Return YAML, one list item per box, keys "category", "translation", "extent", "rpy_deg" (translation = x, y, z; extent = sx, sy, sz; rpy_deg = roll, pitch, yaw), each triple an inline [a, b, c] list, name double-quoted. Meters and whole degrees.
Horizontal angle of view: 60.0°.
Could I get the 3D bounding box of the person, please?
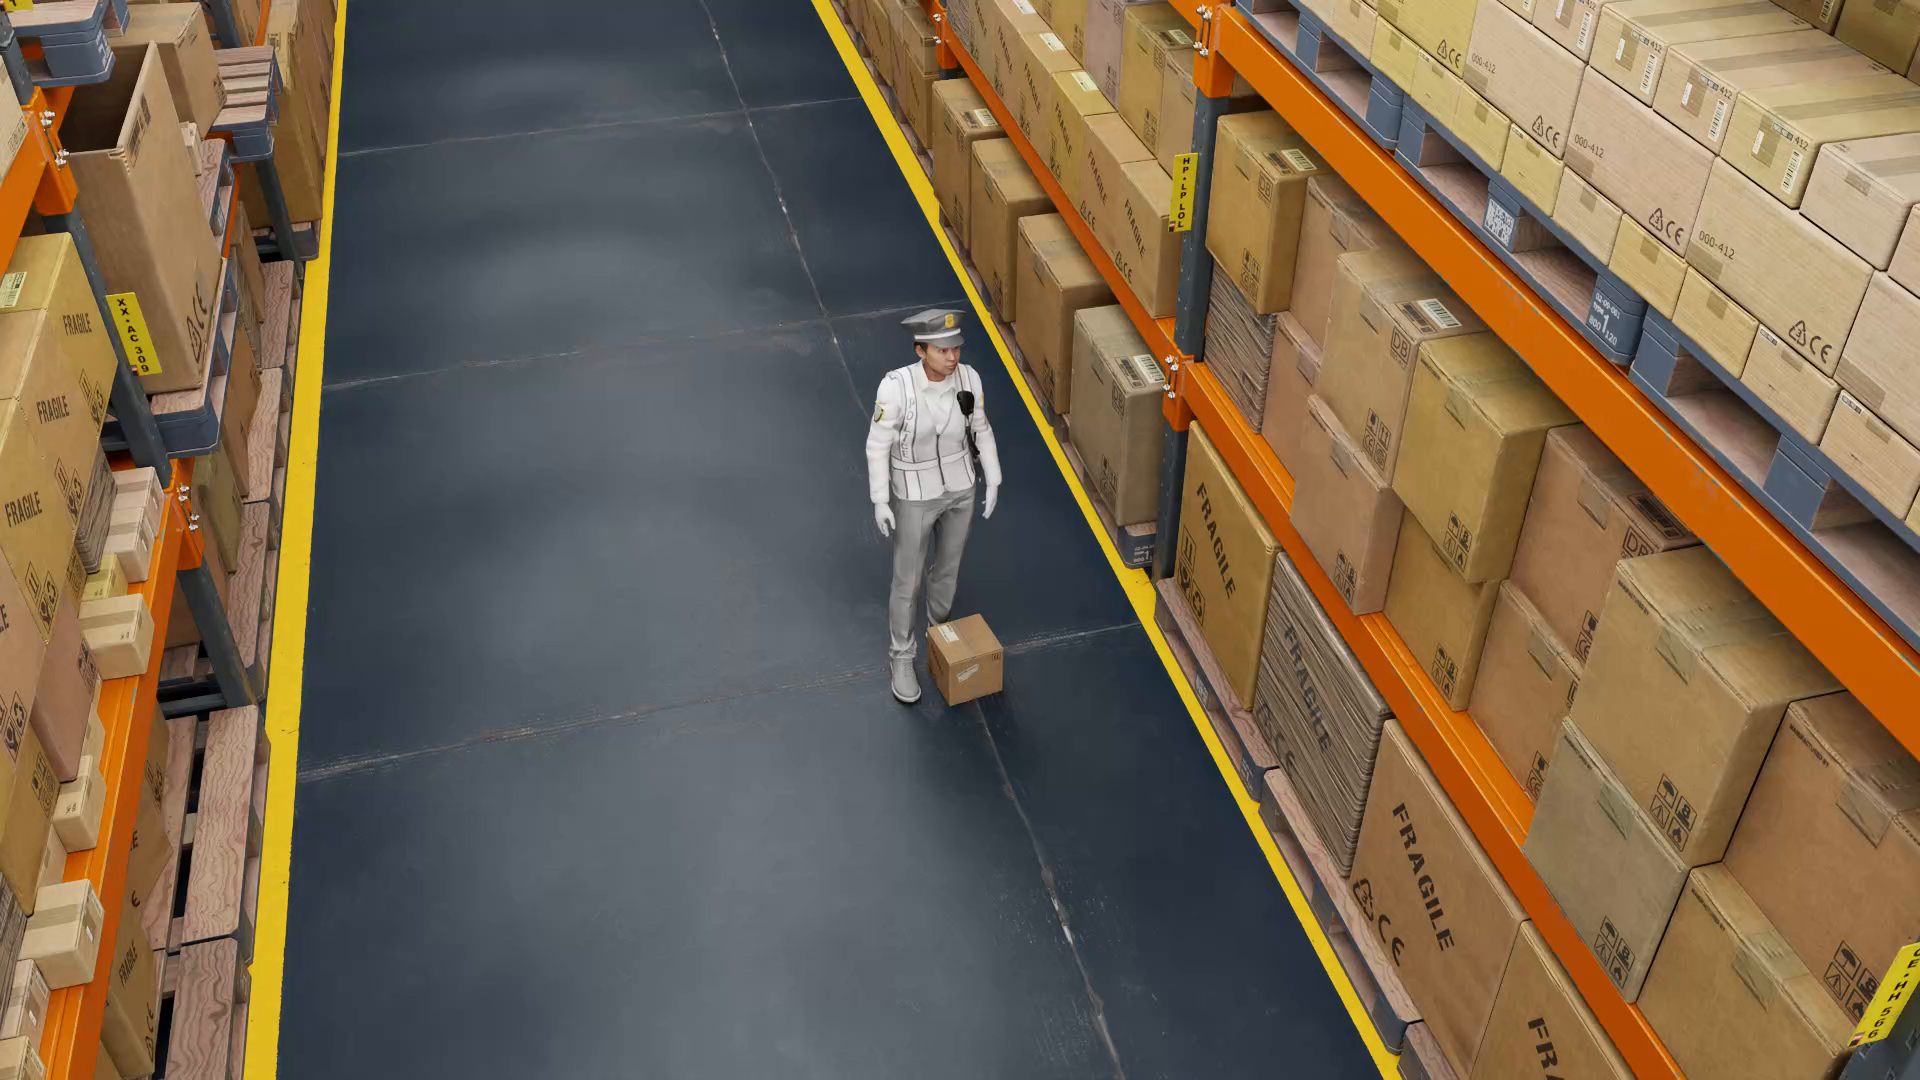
- category: "person"
  translation: [-0.083, -0.167, 6.882]
  extent: [0.586, 1.694, 0.531]
  rpy_deg: [-14, 41, -17]
